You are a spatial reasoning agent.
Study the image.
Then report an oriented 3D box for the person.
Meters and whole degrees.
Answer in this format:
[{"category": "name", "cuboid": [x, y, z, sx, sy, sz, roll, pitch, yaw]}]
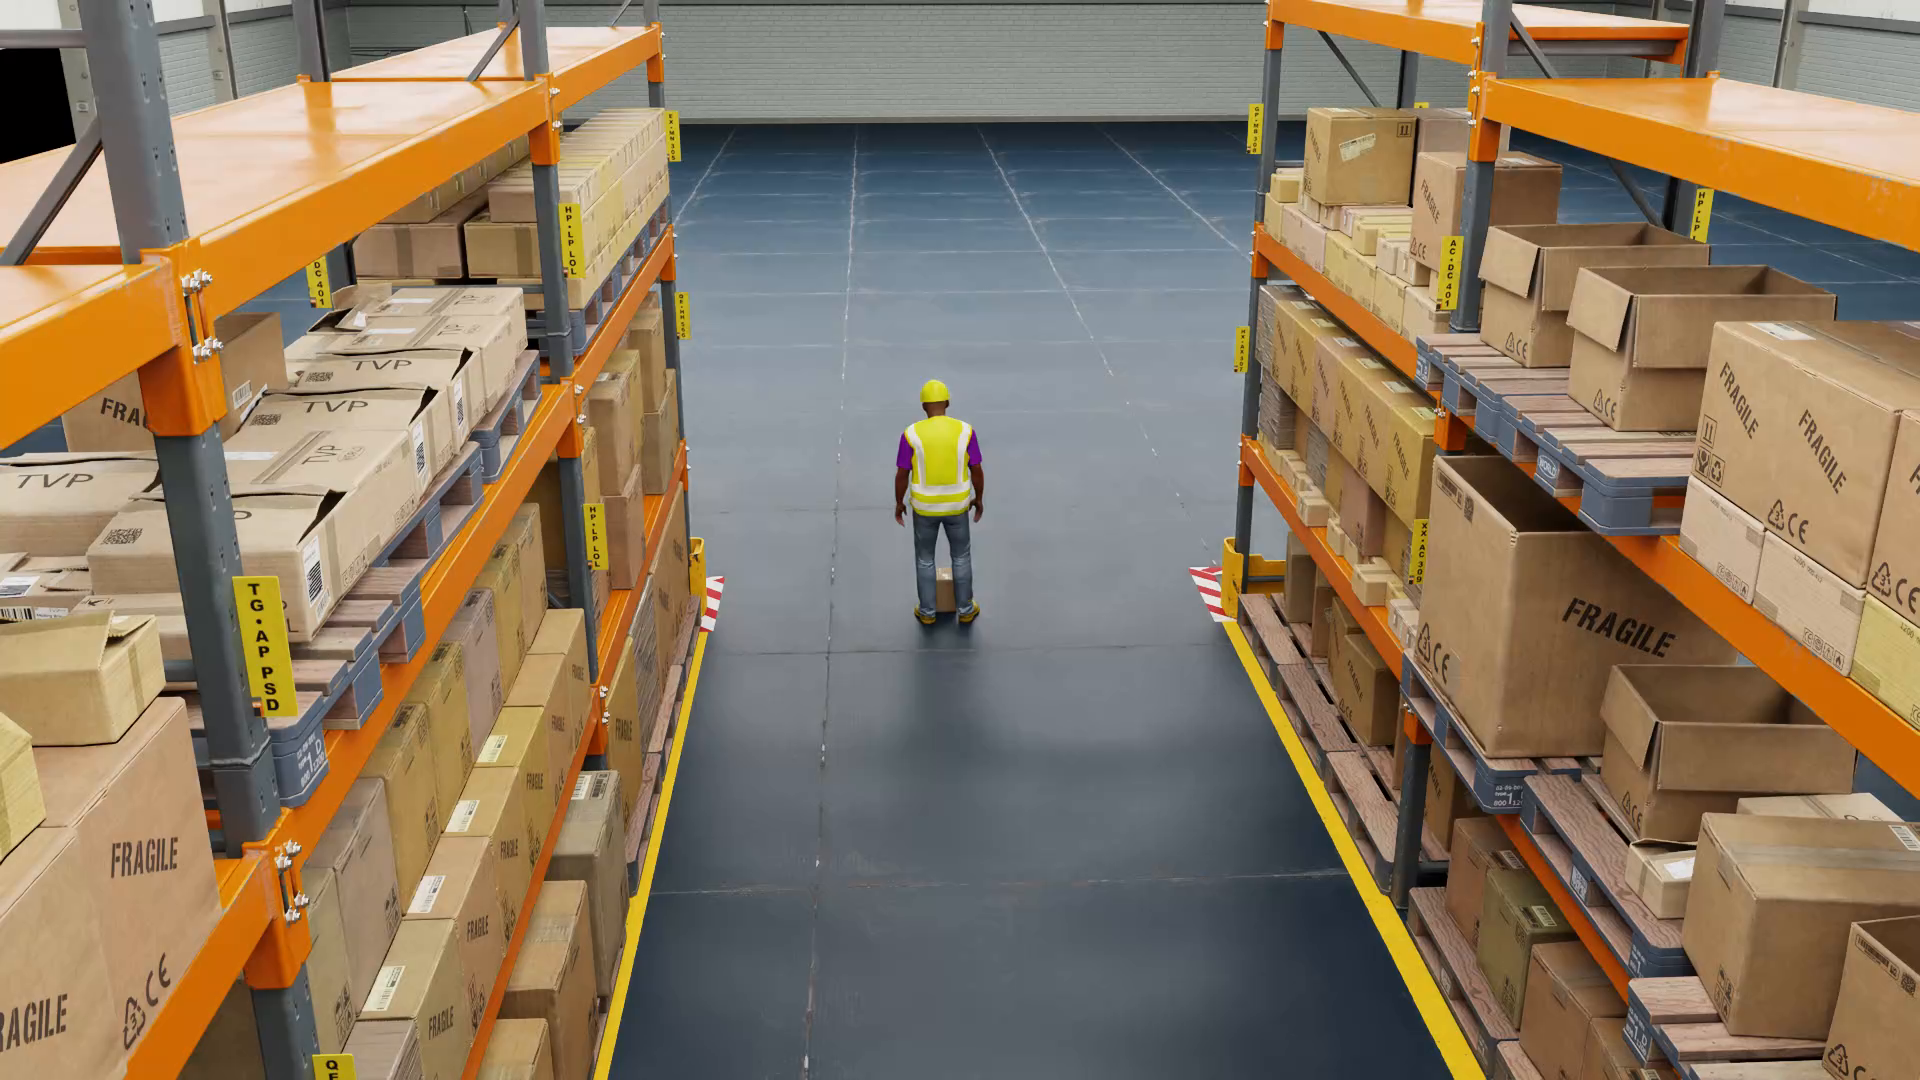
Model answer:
[{"category": "person", "cuboid": [-0.145, -0.262, 11.764, 0.634, 1.757, 0.454, -2, 20, -6]}]
